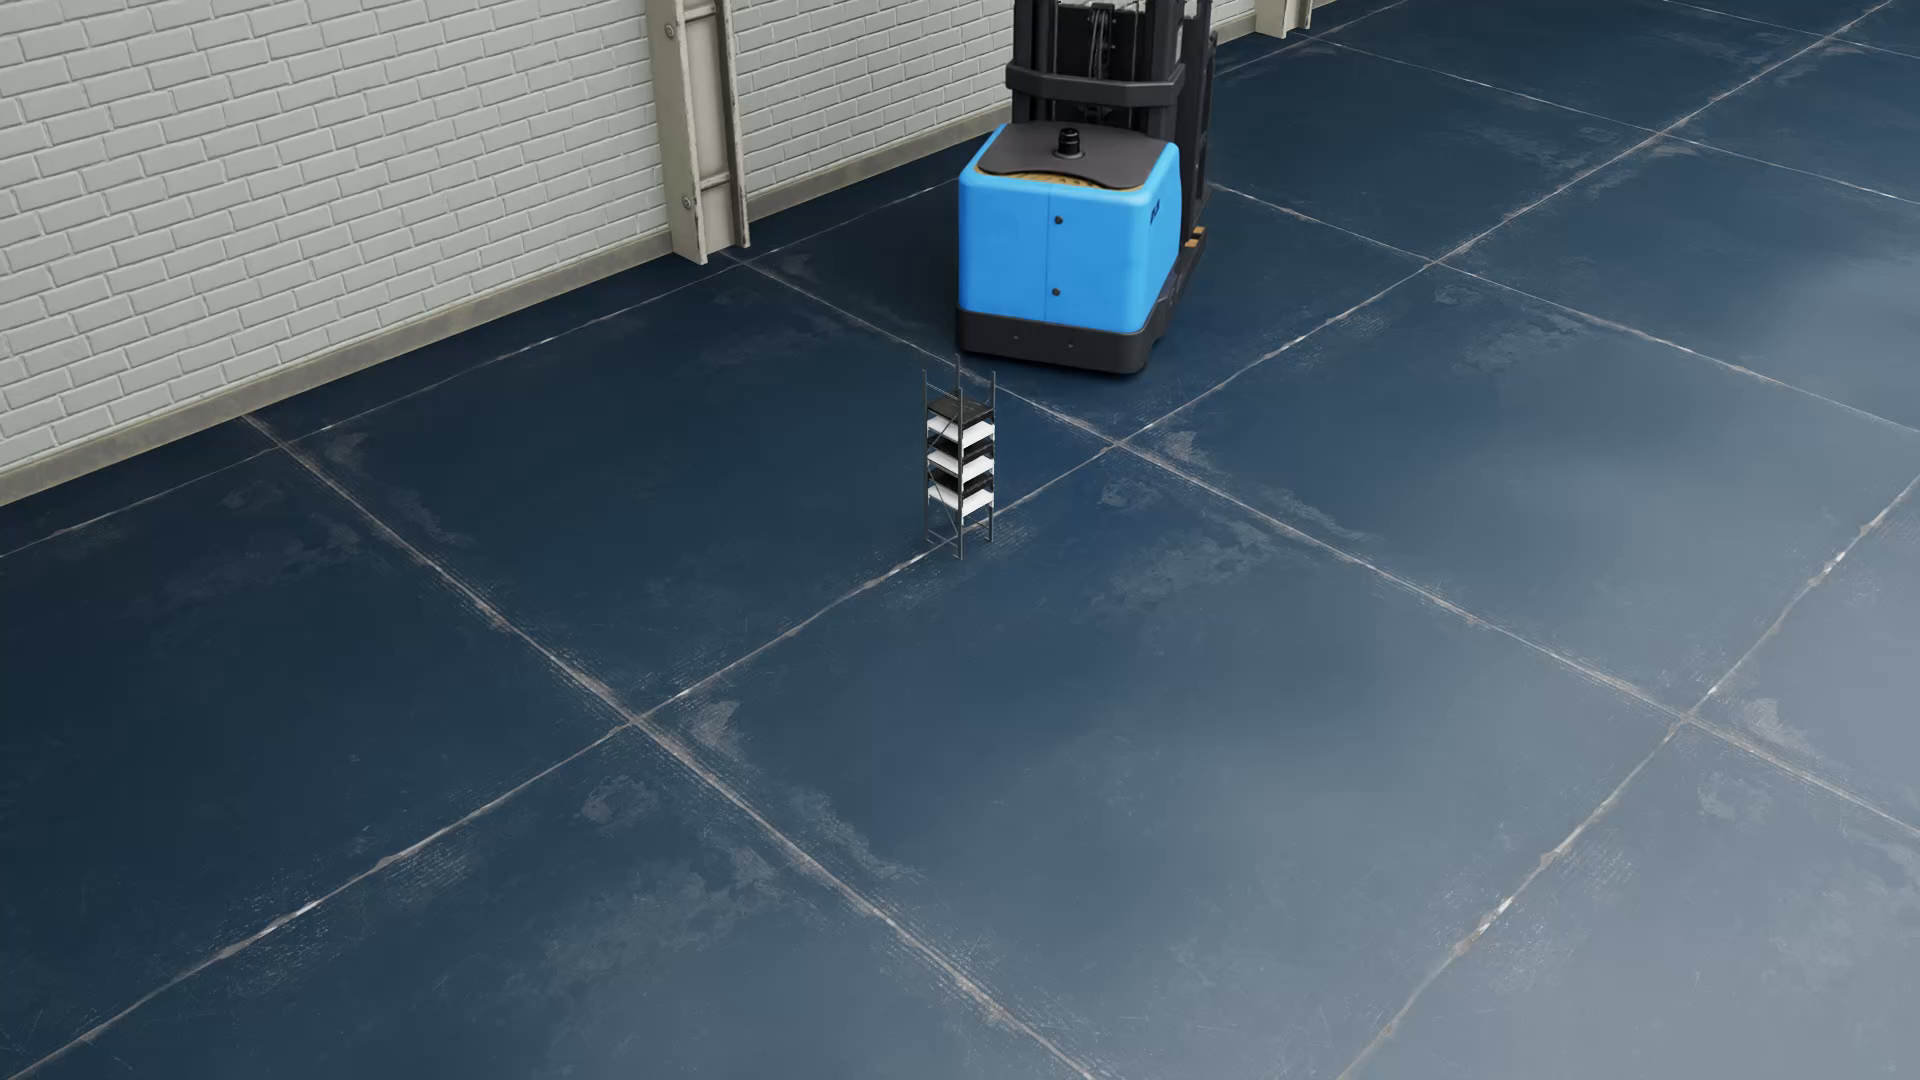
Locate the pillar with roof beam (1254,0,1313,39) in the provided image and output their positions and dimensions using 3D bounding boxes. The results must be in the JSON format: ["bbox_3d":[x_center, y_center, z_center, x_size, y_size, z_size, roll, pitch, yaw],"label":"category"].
[{"bbox_3d":[5.729,-6.214,8.794,9.100,9.000,0.400,30,45,35],"label":"pillar with roof beam"}]

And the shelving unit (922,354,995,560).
[{"bbox_3d":[-0.006,-0.366,7.488,0.258,0.900,0.210,30,45,35],"label":"shelving unit"}]

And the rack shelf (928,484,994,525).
[{"bbox_3d":[-0.006,-0.191,7.610,0.258,0.077,0.200,30,45,35],"label":"rack shelf"}]

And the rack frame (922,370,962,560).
[{"bbox_3d":[-0.077,-0.325,7.429,0.240,0.900,0.006,30,45,35],"label":"rack frame"}]

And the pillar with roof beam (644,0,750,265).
[{"bbox_3d":[1.502,-3.778,5.301,9.100,9.000,0.400,30,45,35],"label":"pillar with roof beam"}]

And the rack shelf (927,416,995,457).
[{"bbox_3d":[-0.006,-0.486,7.404,0.258,0.077,0.200,30,45,35],"label":"rack shelf"}]

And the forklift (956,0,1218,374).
[{"bbox_3d":[0.906,-2.931,9.391,1.130,2.935,3.031,10,36,14],"label":"forklift"}]

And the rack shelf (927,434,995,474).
[{"bbox_3d":[-0.006,-0.412,7.455,0.258,0.077,0.200,30,45,35],"label":"rack shelf"}]

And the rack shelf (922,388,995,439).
[{"bbox_3d":[-0.006,-0.560,7.352,0.258,0.077,0.200,30,45,35],"label":"rack shelf"}]

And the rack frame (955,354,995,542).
[{"bbox_3d":[0.066,-0.407,7.547,0.240,0.900,0.006,30,45,35],"label":"rack frame"}]

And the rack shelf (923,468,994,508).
[{"bbox_3d":[-0.006,-0.265,7.558,0.258,0.077,0.200,30,45,35],"label":"rack shelf"}]

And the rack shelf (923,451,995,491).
[{"bbox_3d":[-0.006,-0.338,7.507,0.258,0.077,0.200,30,45,35],"label":"rack shelf"}]
